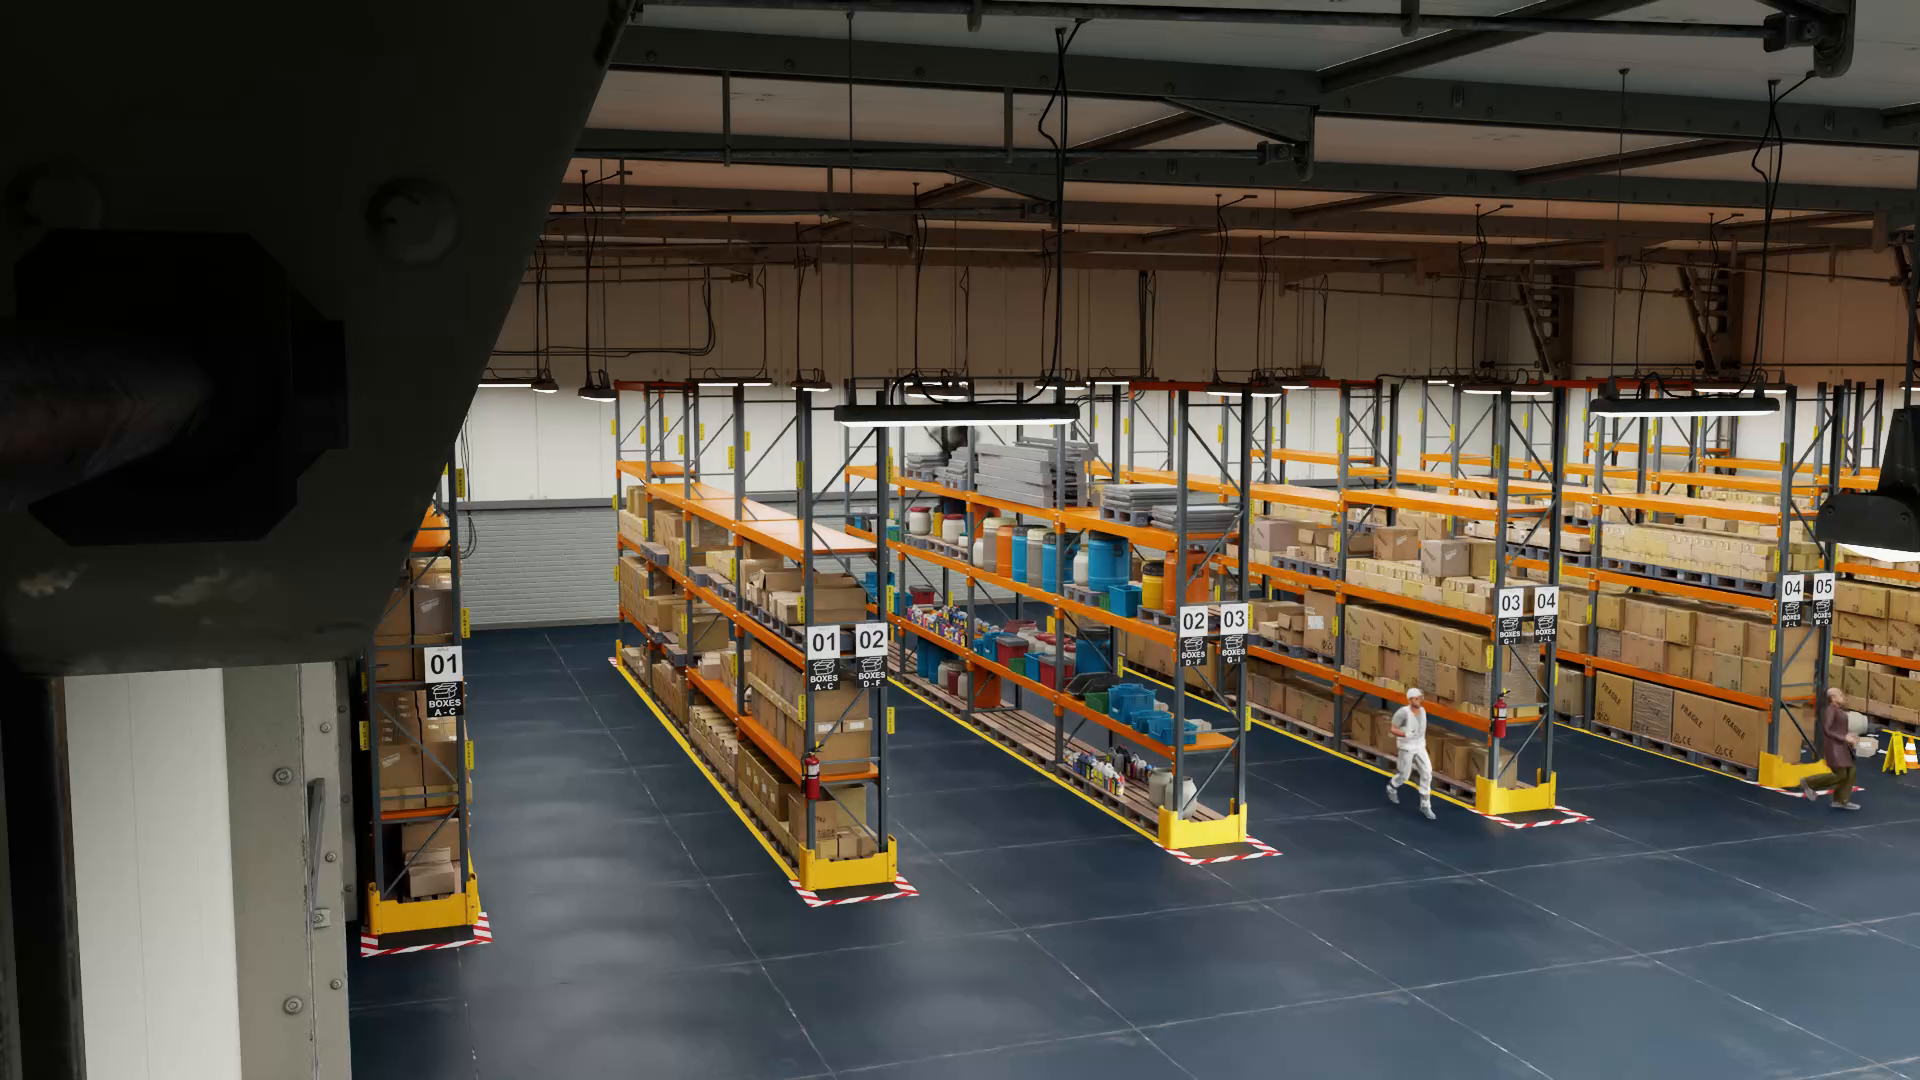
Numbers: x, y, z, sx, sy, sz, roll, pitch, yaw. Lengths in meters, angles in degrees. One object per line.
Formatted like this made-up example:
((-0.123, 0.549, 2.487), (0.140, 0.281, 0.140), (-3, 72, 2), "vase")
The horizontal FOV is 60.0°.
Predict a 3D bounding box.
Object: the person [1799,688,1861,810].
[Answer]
((12.455, 2.966, 23.729), (0.786, 1.724, 0.717), (4, 7, 34), "person")

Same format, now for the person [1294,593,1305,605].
((8.420, 1.200, 40.881), (0.659, 1.704, 0.568), (6, 8, 44), "person")

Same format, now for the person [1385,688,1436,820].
((6.355, 2.964, 23.475), (0.688, 1.799, 0.963), (-2, 6, -20), "person")
